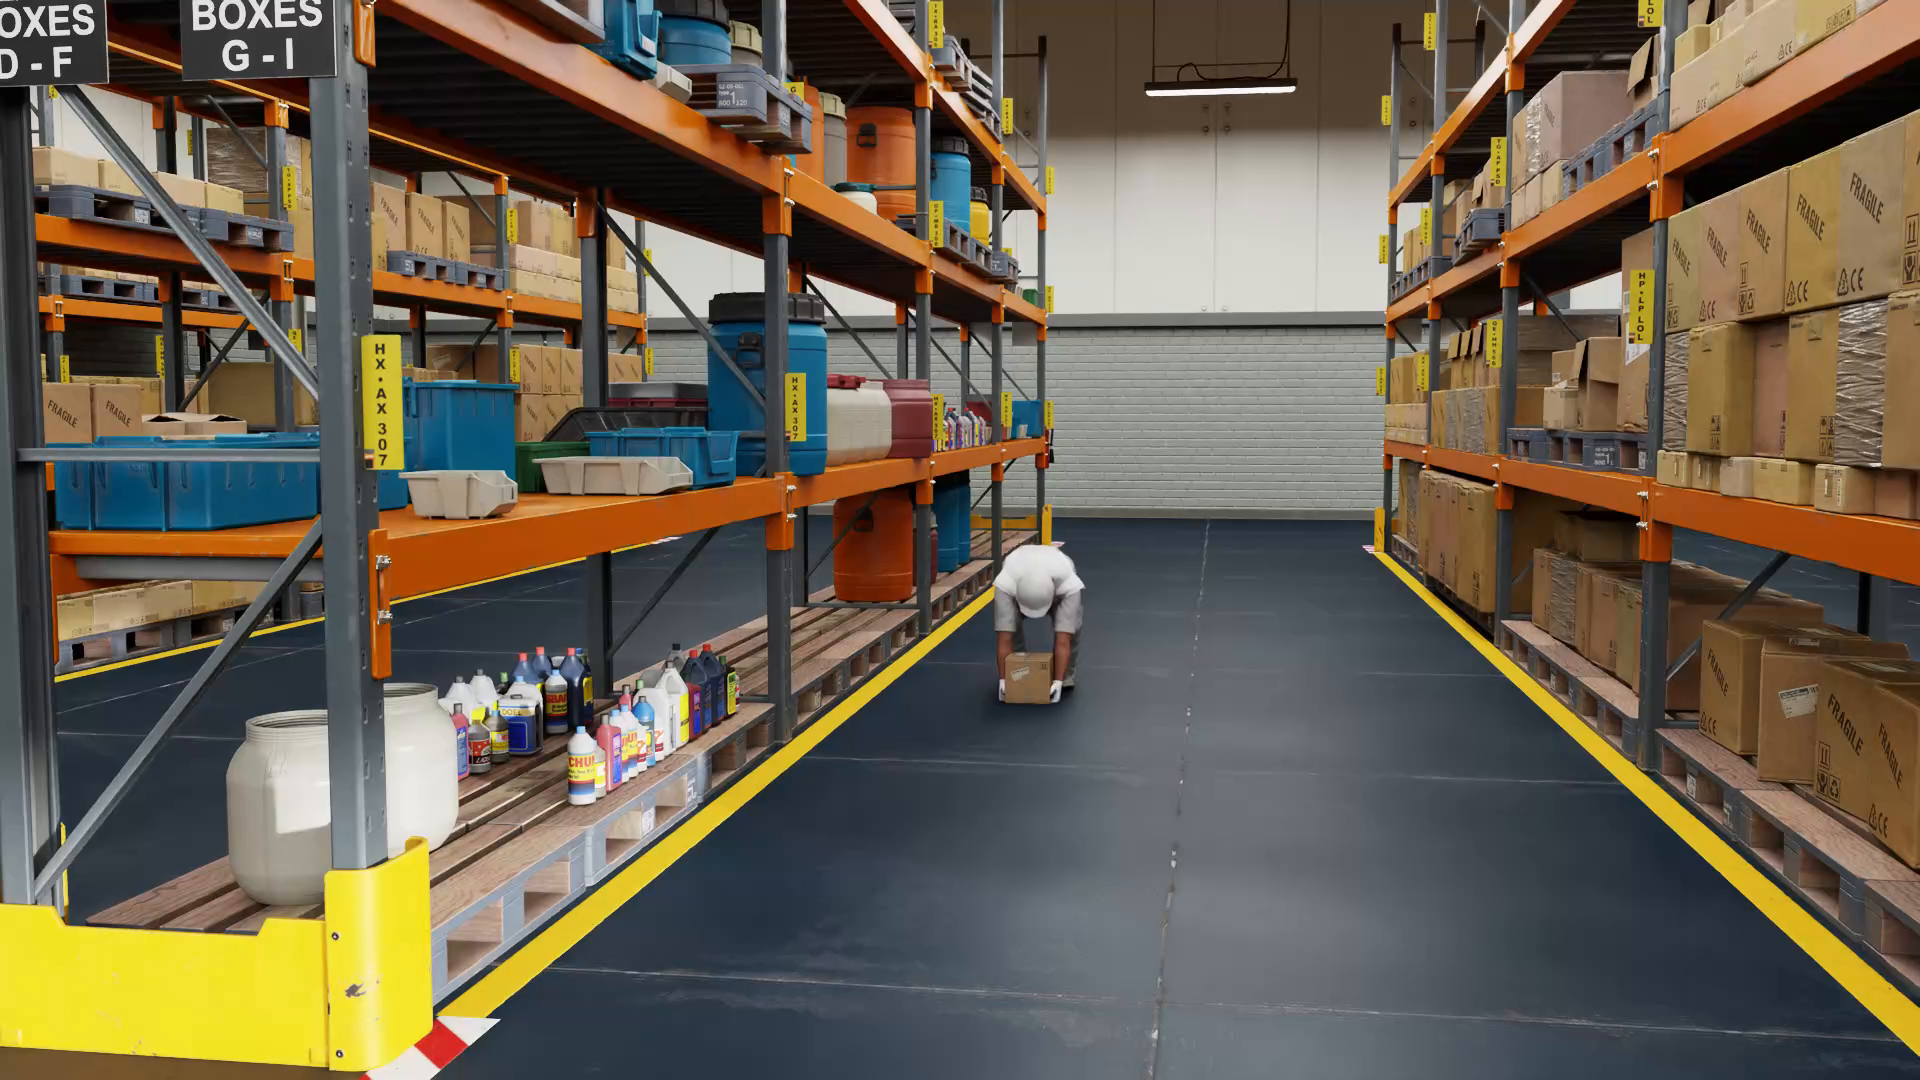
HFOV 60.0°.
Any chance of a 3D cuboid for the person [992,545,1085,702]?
[{"bbox_3d":[0.463,0.472,9.635,0.532,0.857,0.993,1,4,7],"label":"person"}]
